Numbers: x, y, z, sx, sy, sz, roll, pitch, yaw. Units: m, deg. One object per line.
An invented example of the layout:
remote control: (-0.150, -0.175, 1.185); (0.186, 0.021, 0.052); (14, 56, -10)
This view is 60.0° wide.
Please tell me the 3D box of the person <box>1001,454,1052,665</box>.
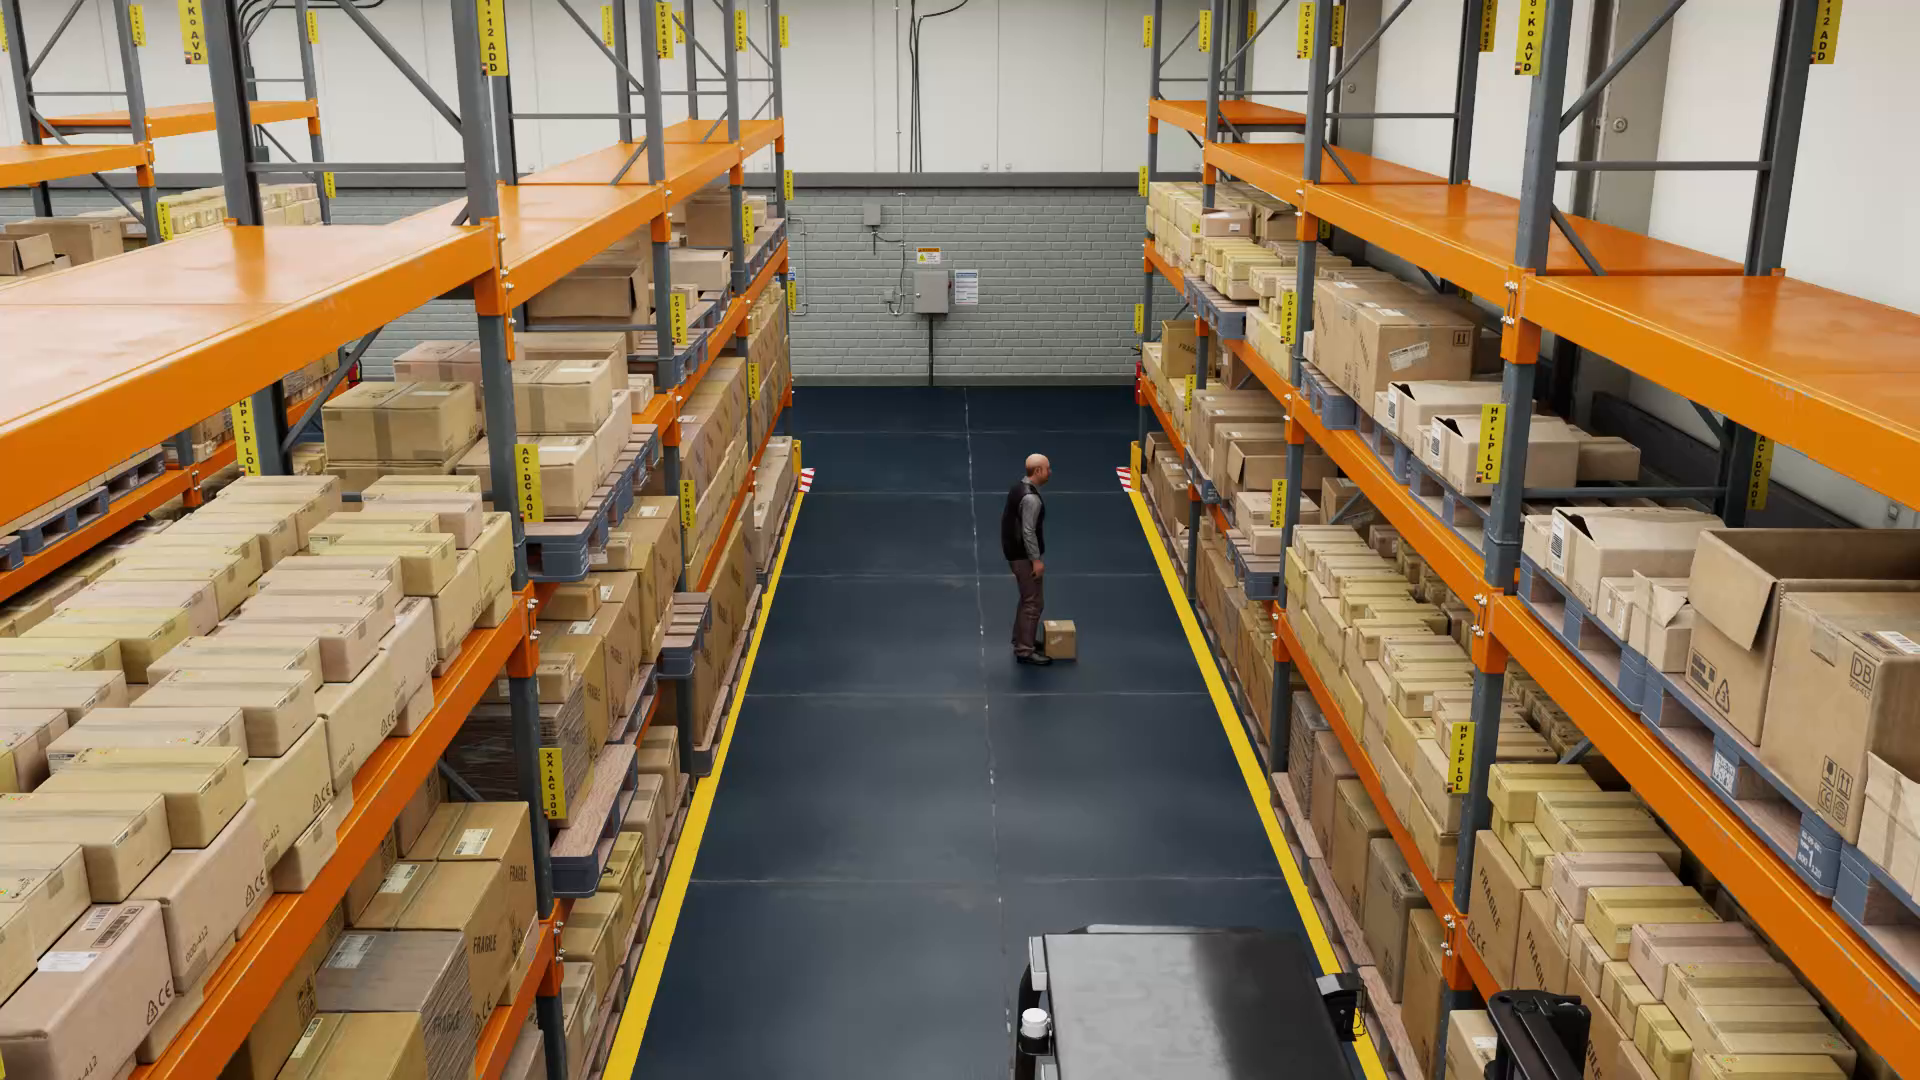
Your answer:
person: (0.552, 0.133, 13.731); (0.421, 1.721, 0.594); (-1, 17, -4)
